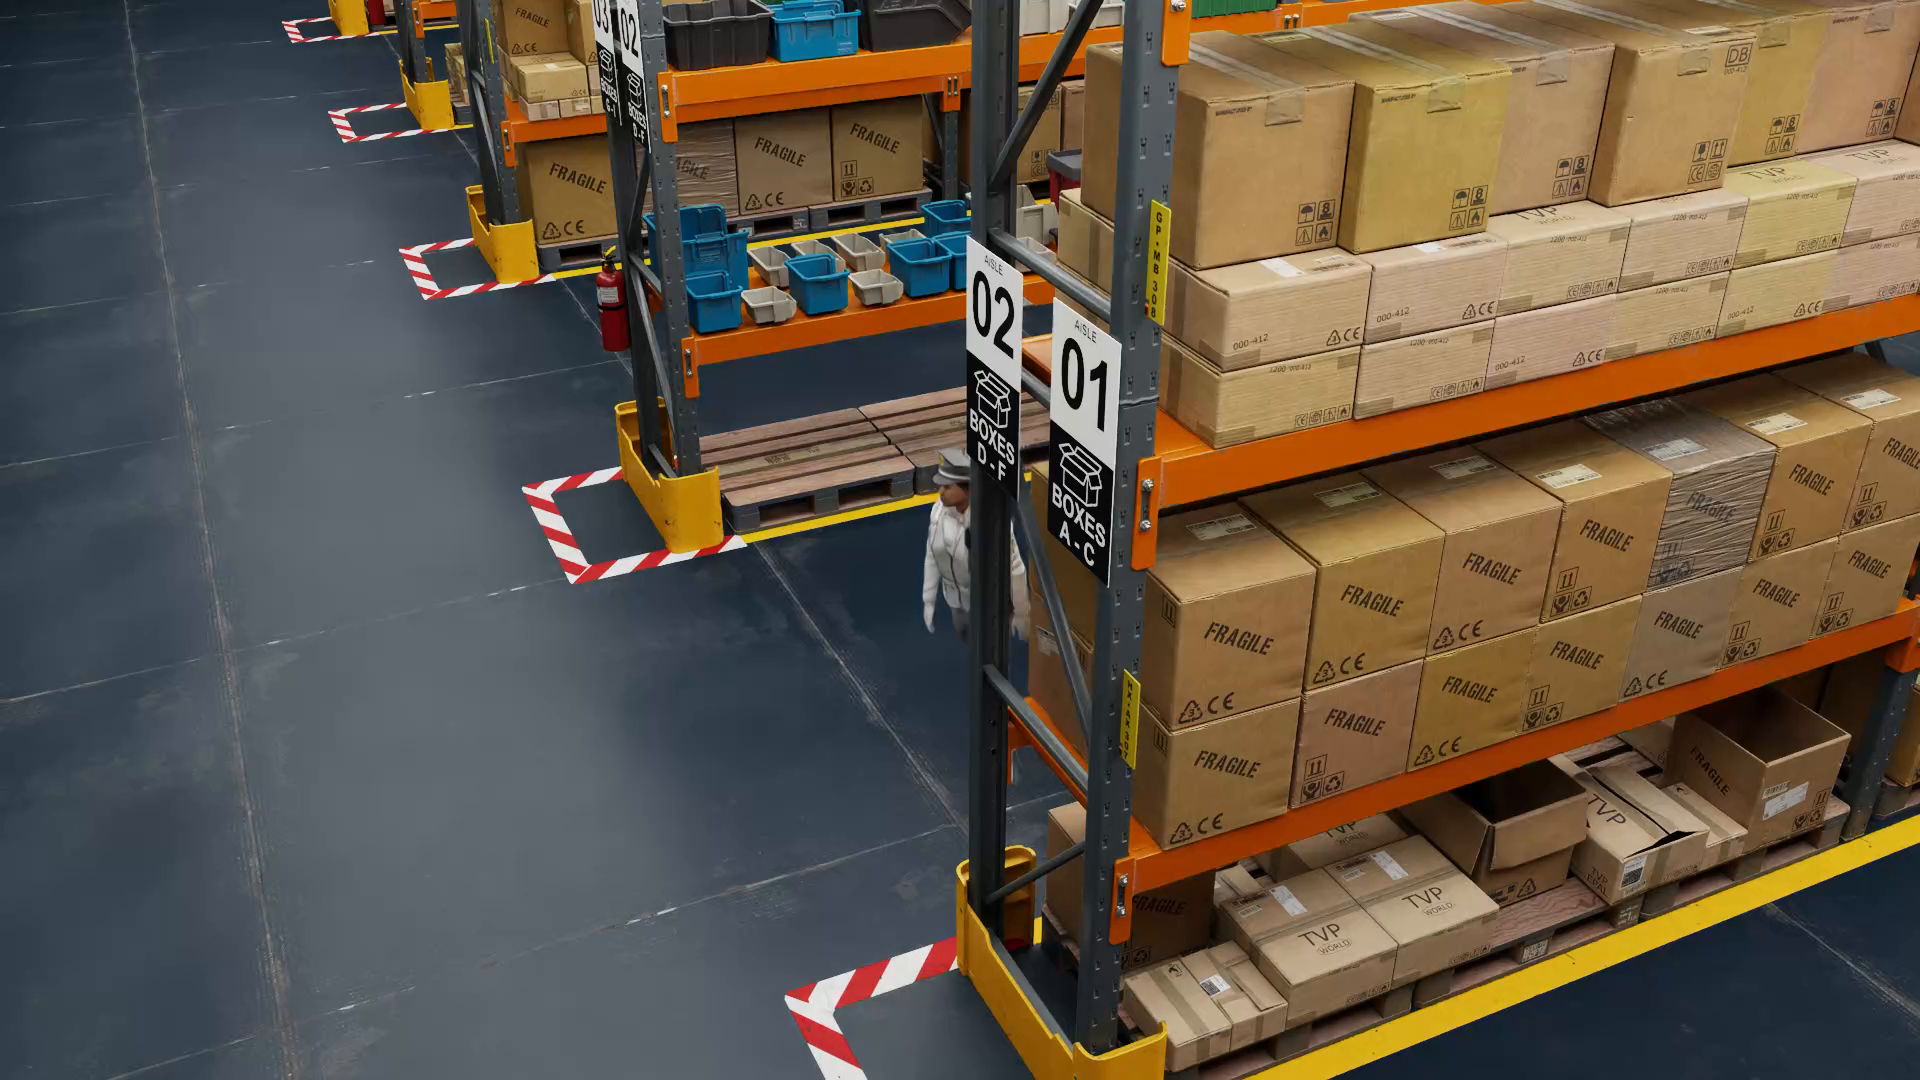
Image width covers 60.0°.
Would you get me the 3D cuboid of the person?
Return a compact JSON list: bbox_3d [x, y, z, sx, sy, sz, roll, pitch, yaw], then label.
[{"bbox_3d":[0.125,0.325,7.882,0.580,1.719,0.491,26,38,37],"label":"person"}]
